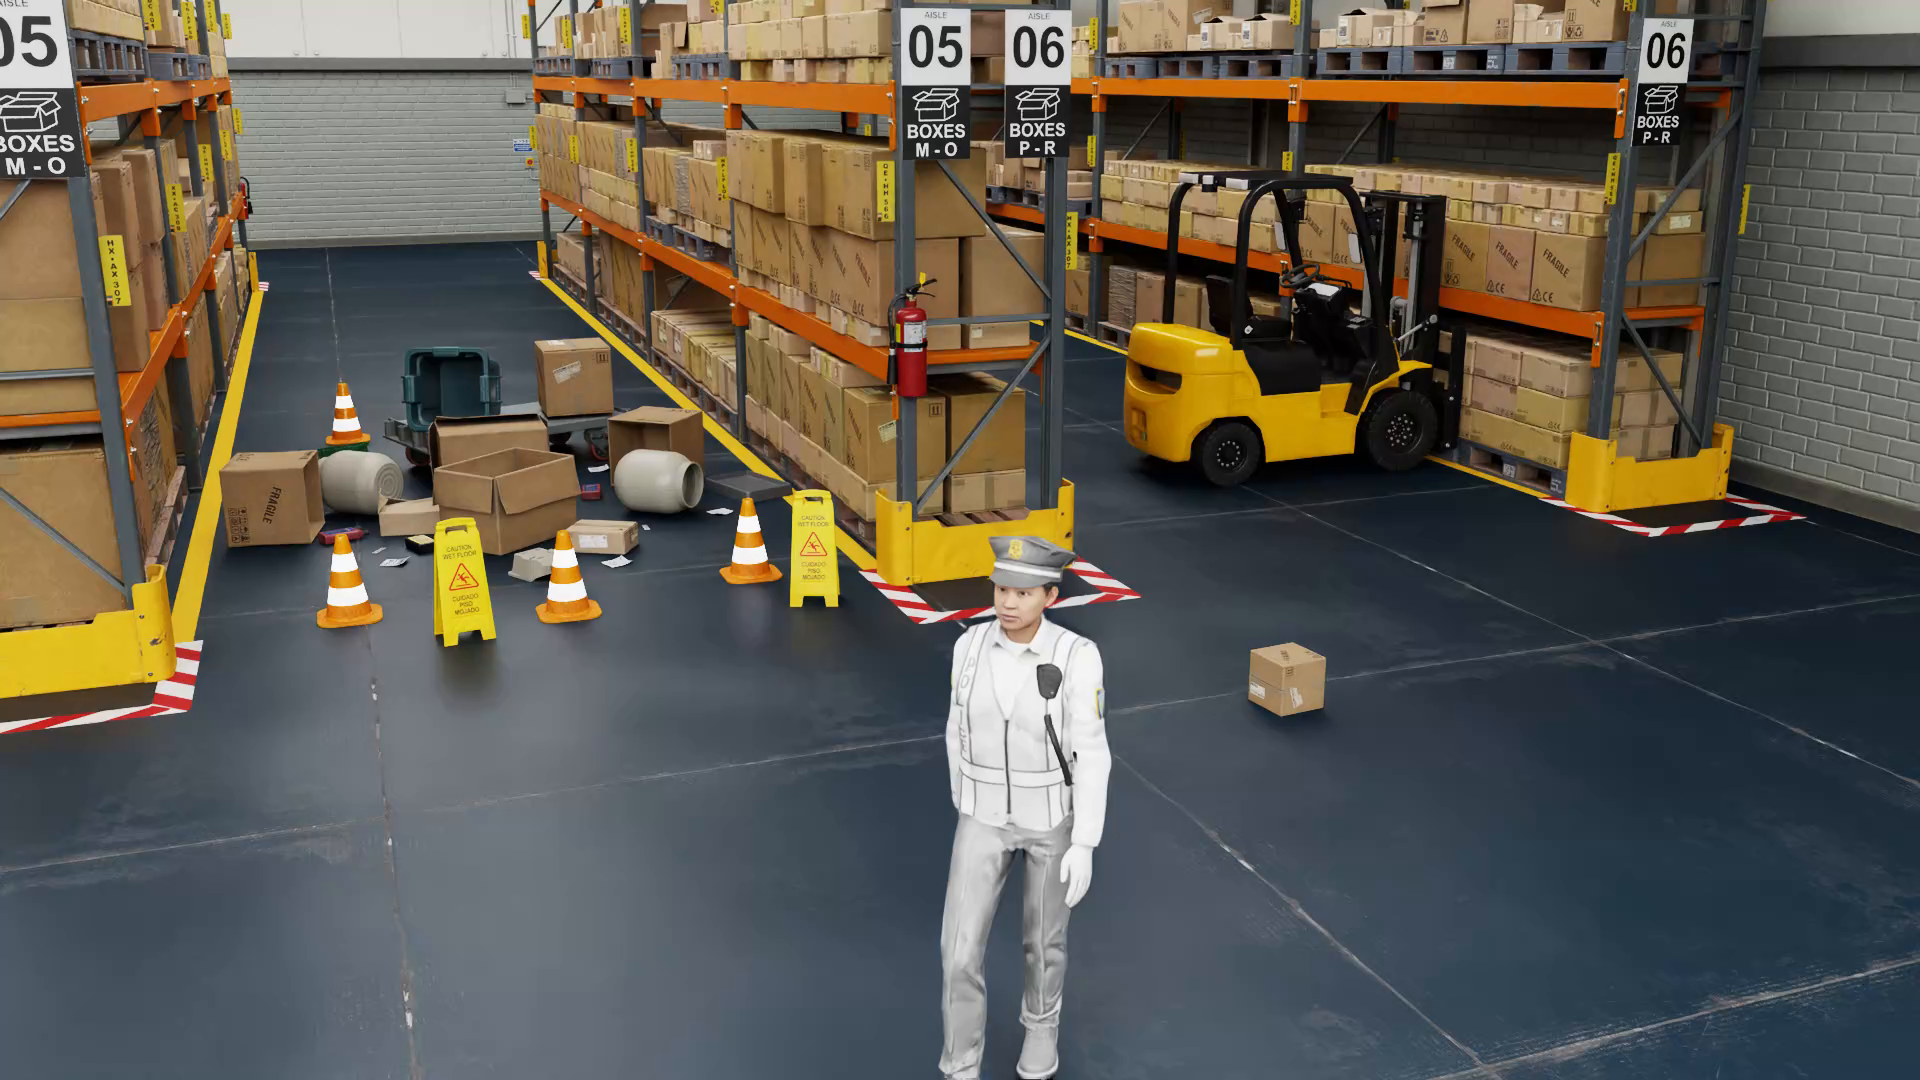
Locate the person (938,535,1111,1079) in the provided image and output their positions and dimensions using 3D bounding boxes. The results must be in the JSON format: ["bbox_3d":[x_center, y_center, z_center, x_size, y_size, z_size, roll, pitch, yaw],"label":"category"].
[{"bbox_3d":[0.159,0.829,4.583,0.502,1.744,0.649,5,16,16],"label":"person"}]
